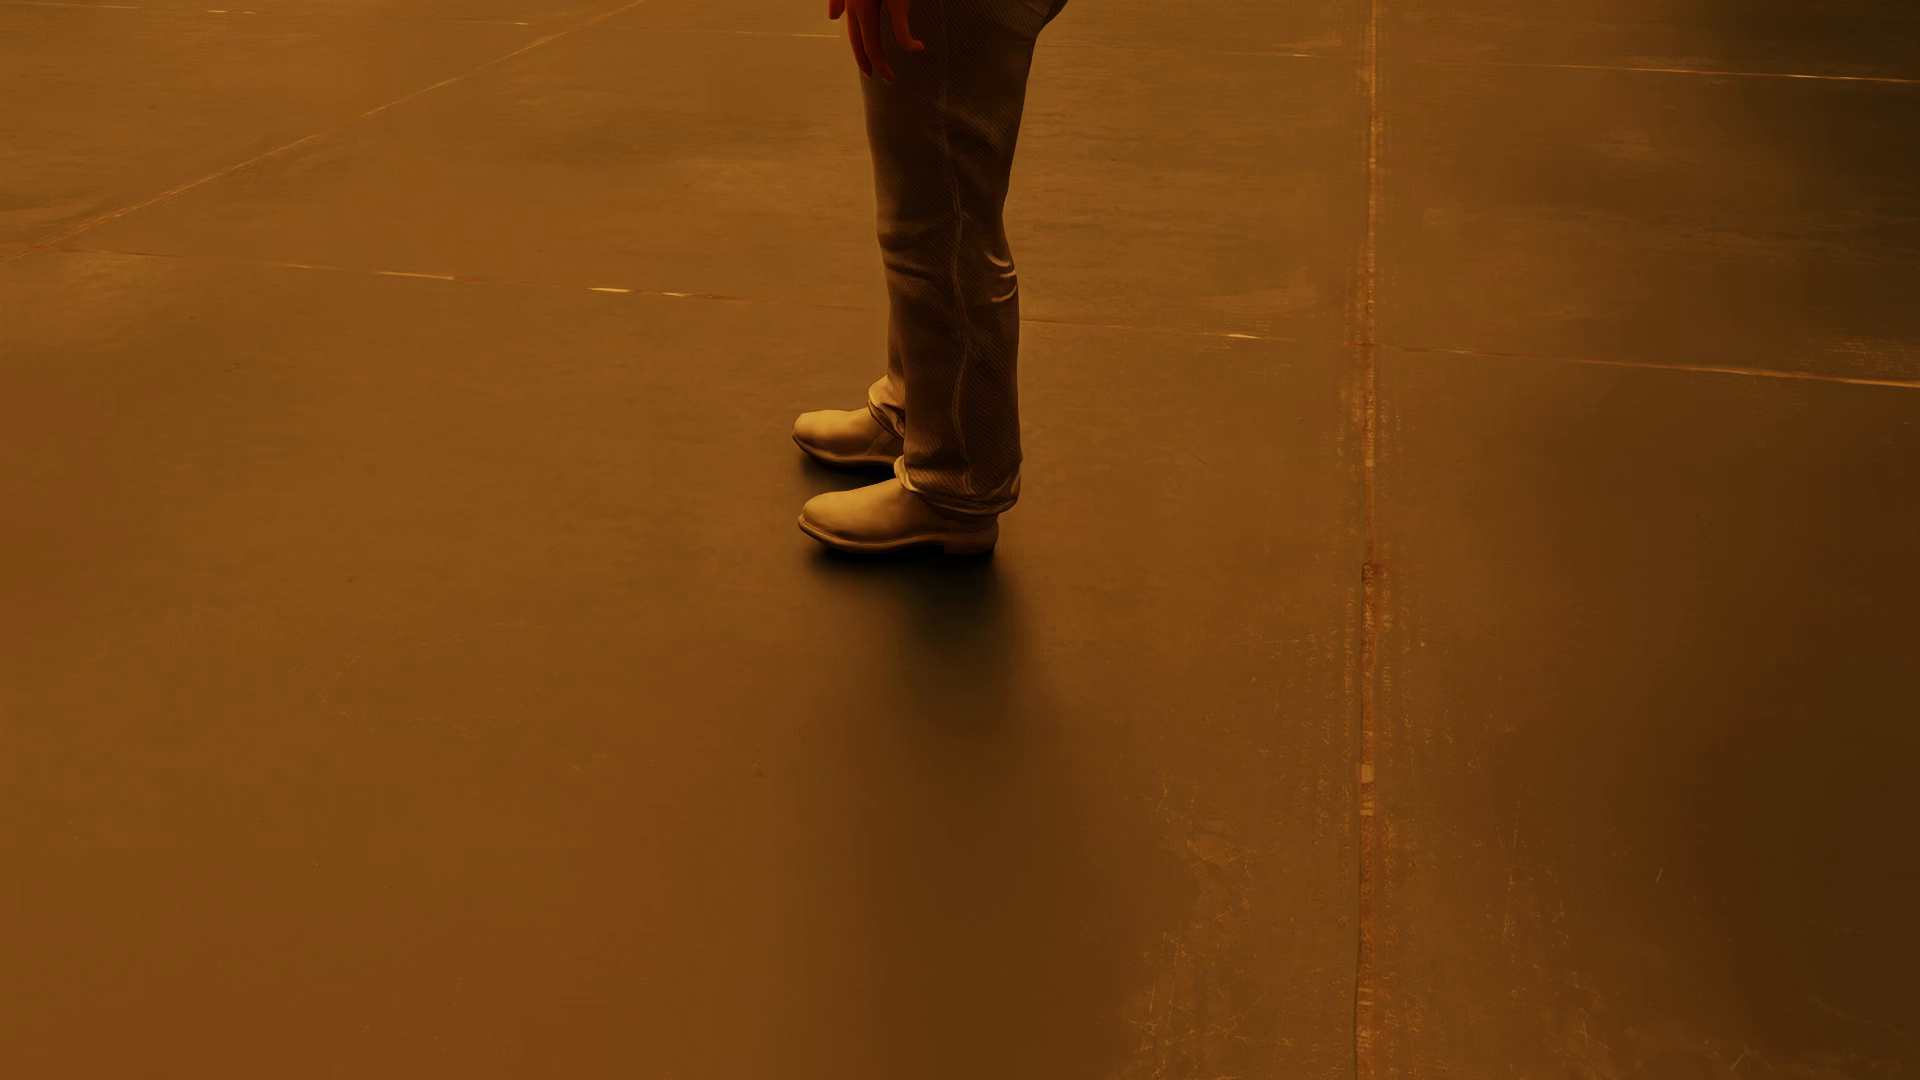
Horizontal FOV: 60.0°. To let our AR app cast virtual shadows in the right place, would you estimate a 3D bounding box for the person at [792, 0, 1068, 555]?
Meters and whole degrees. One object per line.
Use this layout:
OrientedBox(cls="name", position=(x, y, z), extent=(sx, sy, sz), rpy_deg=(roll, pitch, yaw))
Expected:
OrientedBox(cls="person", position=(-0.059, -0.809, 2.116), extent=(0.568, 1.773, 0.632), rpy_deg=(6, 27, 11))
